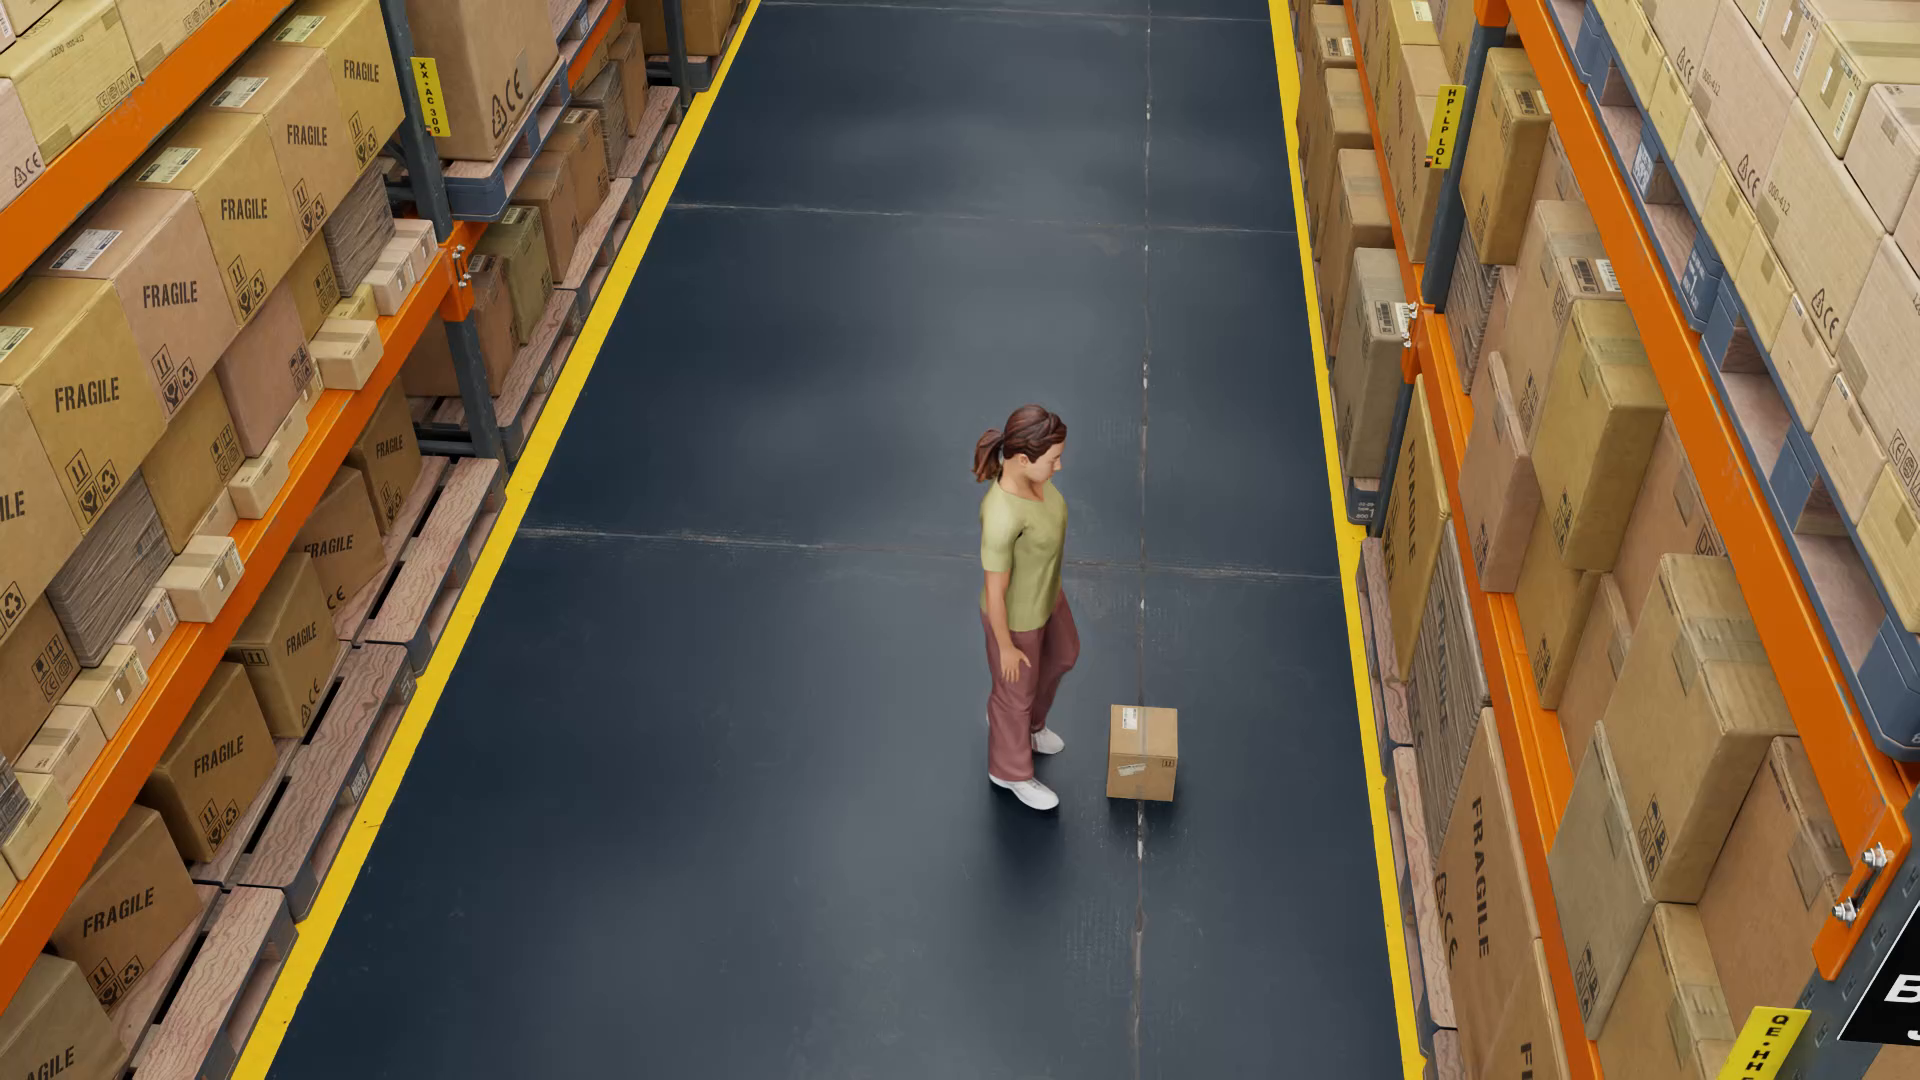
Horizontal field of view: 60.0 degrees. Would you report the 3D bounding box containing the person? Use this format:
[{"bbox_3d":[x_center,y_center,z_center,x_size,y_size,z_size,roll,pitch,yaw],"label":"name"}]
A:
[{"bbox_3d":[0.219,0.252,5.848,0.392,1.703,0.531,11,41,12],"label":"person"}]
